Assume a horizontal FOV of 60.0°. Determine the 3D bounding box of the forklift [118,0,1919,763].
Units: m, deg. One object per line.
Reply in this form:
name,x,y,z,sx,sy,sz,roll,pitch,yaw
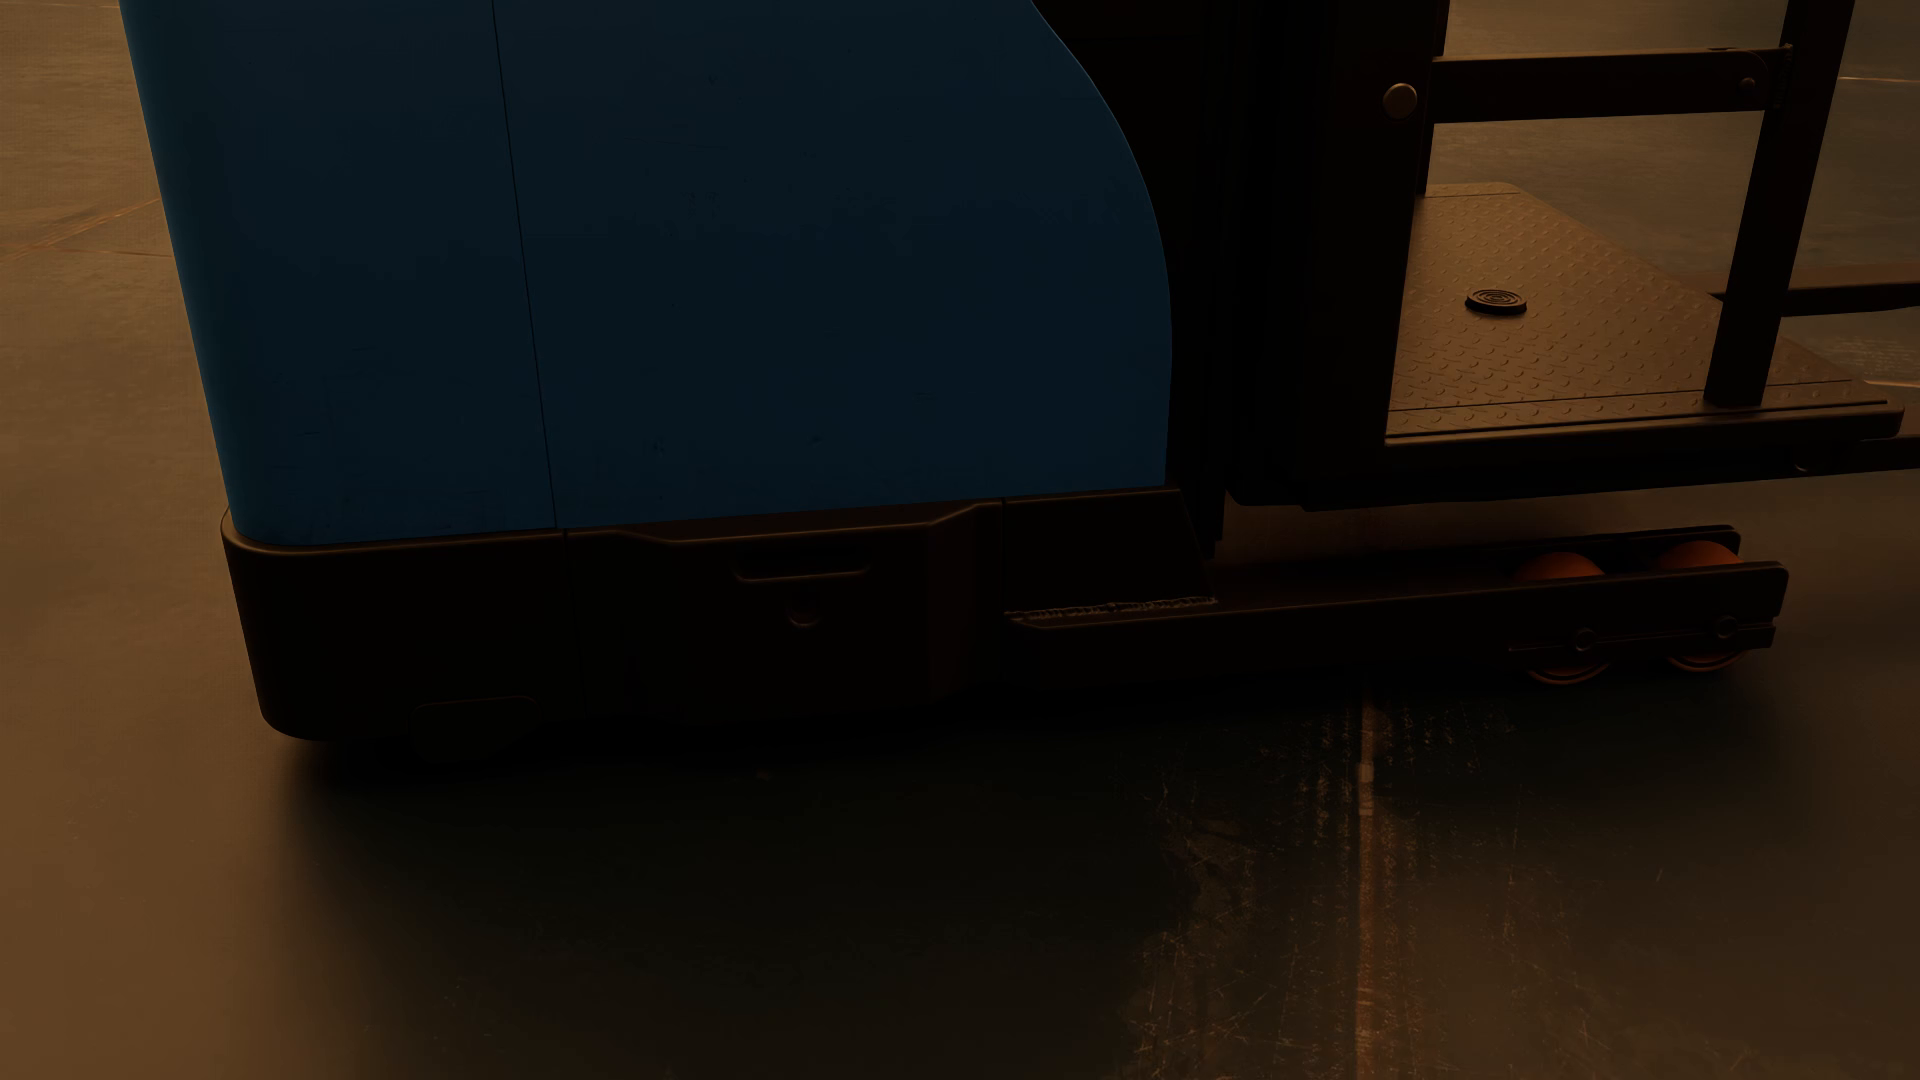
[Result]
forklift,0.600,-1.354,1.930,3.031,2.935,1.130,-4,27,-9
